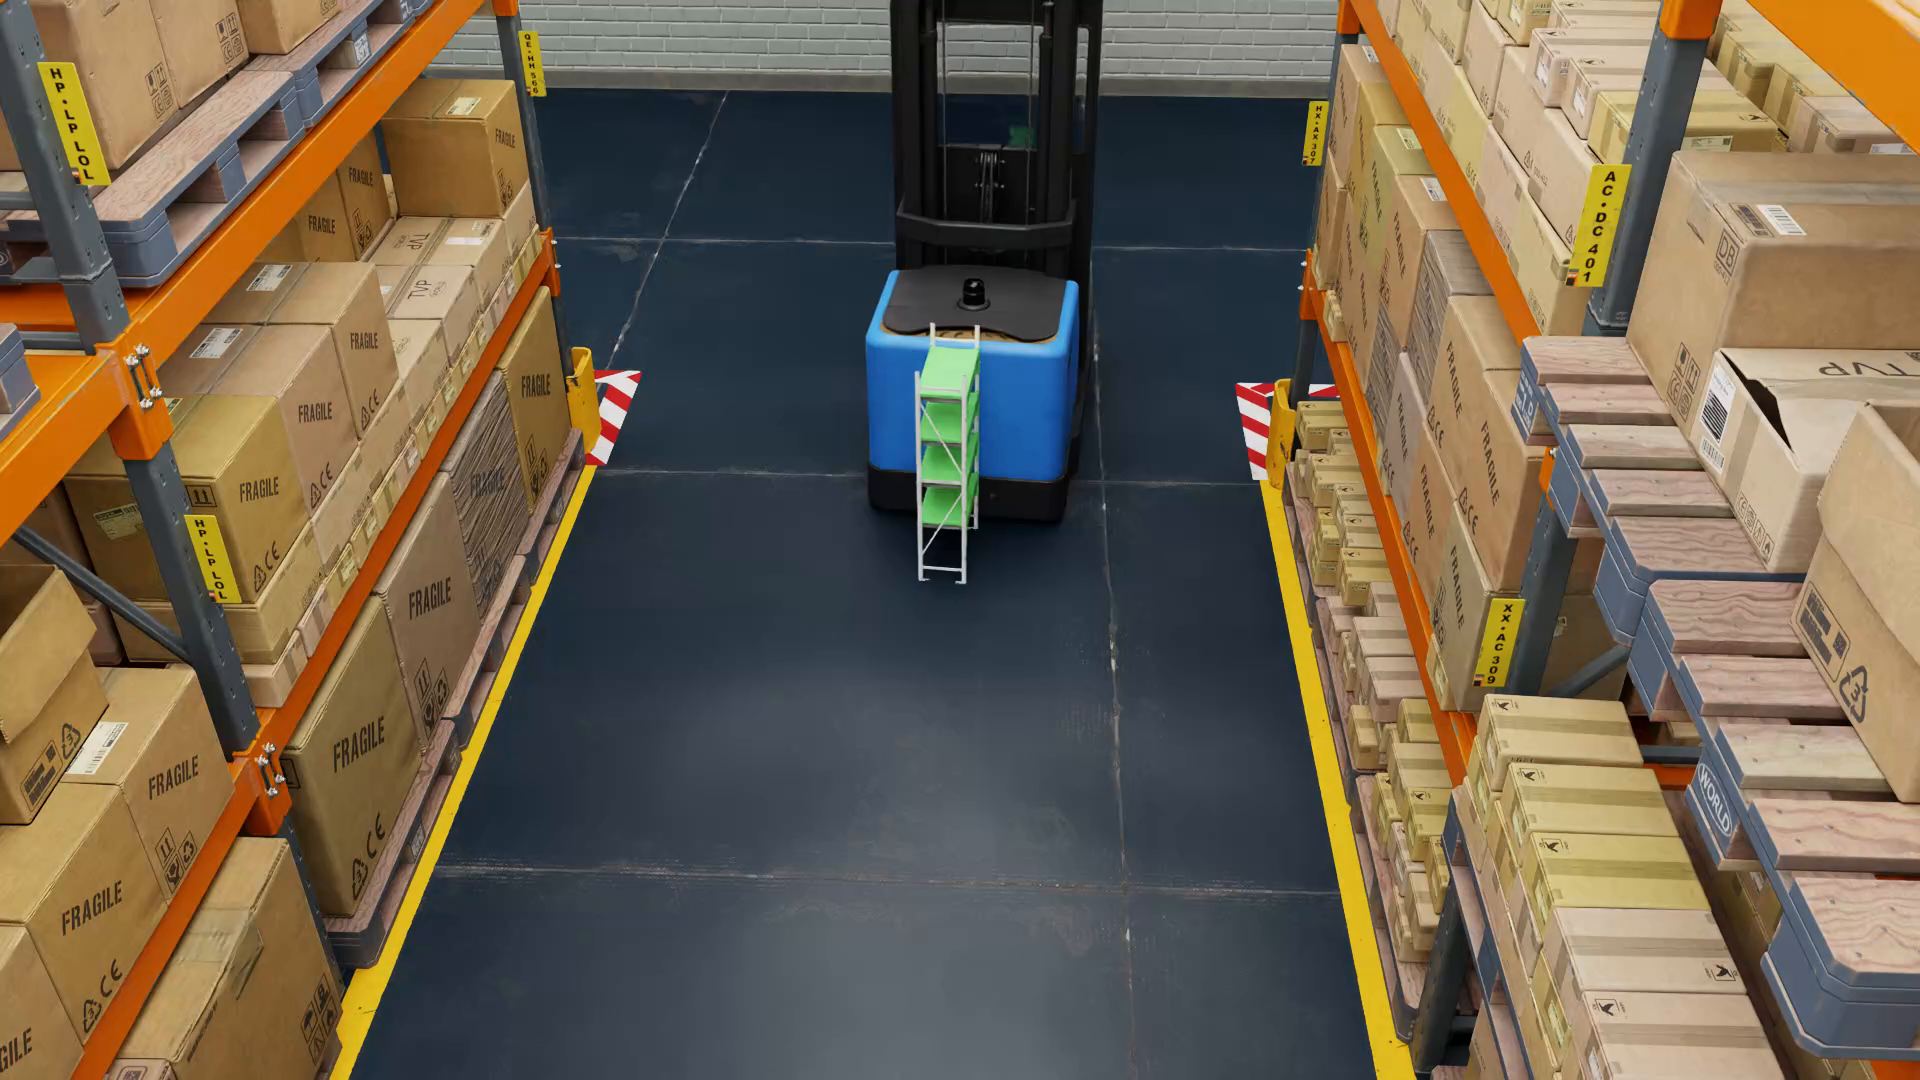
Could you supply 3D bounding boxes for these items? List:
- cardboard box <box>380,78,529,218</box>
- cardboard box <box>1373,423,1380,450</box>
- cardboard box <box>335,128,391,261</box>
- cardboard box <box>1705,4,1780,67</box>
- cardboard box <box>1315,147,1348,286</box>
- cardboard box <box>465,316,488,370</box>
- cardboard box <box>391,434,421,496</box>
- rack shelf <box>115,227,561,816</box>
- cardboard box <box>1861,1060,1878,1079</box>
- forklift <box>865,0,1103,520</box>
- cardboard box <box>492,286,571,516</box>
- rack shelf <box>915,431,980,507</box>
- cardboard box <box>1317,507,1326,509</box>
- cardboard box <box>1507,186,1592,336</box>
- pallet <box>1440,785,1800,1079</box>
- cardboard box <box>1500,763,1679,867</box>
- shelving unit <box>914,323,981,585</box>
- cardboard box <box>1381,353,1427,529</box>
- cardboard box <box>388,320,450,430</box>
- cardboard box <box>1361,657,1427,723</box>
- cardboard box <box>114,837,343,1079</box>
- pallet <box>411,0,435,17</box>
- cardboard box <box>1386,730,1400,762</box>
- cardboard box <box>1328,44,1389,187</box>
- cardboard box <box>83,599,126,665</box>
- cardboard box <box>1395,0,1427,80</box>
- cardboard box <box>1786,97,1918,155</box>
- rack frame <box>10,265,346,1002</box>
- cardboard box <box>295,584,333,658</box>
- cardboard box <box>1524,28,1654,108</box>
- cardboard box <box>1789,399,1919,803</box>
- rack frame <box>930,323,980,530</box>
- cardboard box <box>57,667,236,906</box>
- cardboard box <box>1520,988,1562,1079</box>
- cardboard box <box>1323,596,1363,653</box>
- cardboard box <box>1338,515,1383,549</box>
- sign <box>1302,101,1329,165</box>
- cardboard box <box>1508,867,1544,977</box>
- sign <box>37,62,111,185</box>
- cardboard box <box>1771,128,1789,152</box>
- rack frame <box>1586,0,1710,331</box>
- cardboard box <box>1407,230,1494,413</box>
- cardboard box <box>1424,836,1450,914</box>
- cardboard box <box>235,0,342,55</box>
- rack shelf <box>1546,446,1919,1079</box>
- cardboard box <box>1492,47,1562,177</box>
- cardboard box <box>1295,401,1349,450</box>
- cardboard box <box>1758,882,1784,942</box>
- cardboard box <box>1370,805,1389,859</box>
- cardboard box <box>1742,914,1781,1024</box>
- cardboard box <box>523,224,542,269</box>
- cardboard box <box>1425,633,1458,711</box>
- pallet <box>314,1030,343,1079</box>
[{"bbox_3d":[-2.416,-1.884,7.988,0.500,0.500,0.500,2,35,2],"label":"cardboard box"},{"bbox_3d":[1.941,-0.452,6.949,0.380,0.149,0.250,3,35,4],"label":"cardboard box"},{"bbox_3d":[-2.968,-1.614,7.603,0.500,0.500,0.500,1,35,1],"label":"cardboard box"},{"bbox_3d":[2.440,-1.477,4.929,0.380,0.149,0.250,0,35,1],"label":"cardboard box"},{"bbox_3d":[1.999,-1.542,7.935,0.500,0.500,0.500,3,35,4],"label":"cardboard box"},{"bbox_3d":[-2.384,-0.902,7.588,0.380,0.149,0.250,1,35,1],"label":"cardboard box"},{"bbox_3d":[-2.424,-0.309,6.746,0.380,0.149,0.250,2,35,2],"label":"cardboard box"},{"bbox_3d":[-2.739,-0.360,7.225,1.077,0.370,4.000,1,35,2],"label":"rack shelf"},{"bbox_3d":[2.265,1.185,3.737,0.380,0.149,0.250,0,35,0],"label":"cardboard box"},{"bbox_3d":[0.218,-2.138,9.189,1.130,2.935,3.031,4,35,6],"label":"forklift"},{"bbox_3d":[-2.604,-0.736,8.617,0.875,0.875,0.875,1,35,2],"label":"cardboard box"},{"bbox_3d":[-0.057,-0.366,8.284,0.258,0.148,0.480,4,35,6],"label":"rack shelf"},{"bbox_3d":[2.024,-0.190,8.472,0.380,0.149,0.250,1,35,2],"label":"cardboard box"},{"bbox_3d":[1.882,-0.787,4.728,0.500,0.250,0.500,2,35,3],"label":"cardboard box"},{"bbox_3d":[1.956,1.182,4.572,1.003,0.211,1.213,1,35,2],"label":"pallet"},{"bbox_3d":[1.652,0.731,4.383,0.380,0.149,0.250,2,35,3],"label":"cardboard box"},{"bbox_3d":[-0.057,-0.418,8.247,0.258,1.200,0.503,4,35,6],"label":"shelving unit"},{"bbox_3d":[1.913,-0.364,6.259,0.500,0.500,0.500,1,35,2],"label":"cardboard box"},{"bbox_3d":[-2.471,-0.696,6.949,0.500,0.250,0.500,1,35,2],"label":"cardboard box"},{"bbox_3d":[1.867,0.612,6.813,0.380,0.149,0.250,0,35,0],"label":"cardboard box"},{"bbox_3d":[-2.825,1.560,5.349,1.225,0.875,0.875,1,35,2],"label":"cardboard box"},{"bbox_3d":[-2.678,-2.568,7.209,1.003,0.211,1.213,1,35,2],"label":"pallet"},{"bbox_3d":[1.927,0.900,6.662,0.380,0.149,0.250,2,35,2],"label":"cardboard box"},{"bbox_3d":[2.010,-1.951,7.647,0.500,0.500,0.500,1,35,2],"label":"cardboard box"},{"bbox_3d":[-3.064,0.175,5.710,0.500,0.250,0.500,1,35,1],"label":"cardboard box"},{"bbox_3d":[1.986,-1.946,6.377,0.500,0.250,0.500,0,35,0],"label":"cardboard box"},{"bbox_3d":[2.386,-1.028,4.289,0.380,0.149,0.250,1,35,1],"label":"cardboard box"},{"bbox_3d":[-2.819,0.495,5.383,1.000,3.000,0.127,1,35,2],"label":"rack frame"},{"bbox_3d":[-2.465,0.284,5.901,0.380,0.149,0.250,0,35,0],"label":"cardboard box"},{"bbox_3d":[1.840,-1.346,4.742,0.380,0.149,0.250,1,35,2],"label":"cardboard box"},{"bbox_3d":[1.939,0.111,2.866,0.797,0.503,0.637,1,35,1],"label":"cardboard box"},{"bbox_3d":[-0.025,-0.557,8.445,0.240,1.200,0.015,4,35,6],"label":"rack frame"},{"bbox_3d":[-2.565,0.729,4.963,0.500,0.500,0.500,1,35,2],"label":"cardboard box"},{"bbox_3d":[1.627,1.261,4.146,0.380,0.149,0.250,2,35,2],"label":"cardboard box"},{"bbox_3d":[1.889,0.387,7.651,0.380,0.149,0.250,0,35,0],"label":"cardboard box"},{"bbox_3d":[1.956,0.020,7.655,0.380,0.149,0.250,3,35,4],"label":"cardboard box"},{"bbox_3d":[1.751,-1.997,8.176,0.100,0.325,0.005,1,35,2],"label":"sign"},{"bbox_3d":[1.639,0.990,4.273,0.380,0.149,0.250,2,35,3],"label":"cardboard box"},{"bbox_3d":[-2.277,-1.066,4.271,0.100,0.325,0.005,1,35,2],"label":"sign"},{"bbox_3d":[2.392,-0.974,4.560,0.500,0.250,0.500,2,35,3],"label":"cardboard box"},{"bbox_3d":[2.133,-1.787,3.412,1.000,3.000,0.127,1,35,2],"label":"rack frame"},{"bbox_3d":[1.931,-0.771,5.969,0.500,0.500,0.500,2,35,3],"label":"cardboard box"},{"bbox_3d":[1.887,1.208,5.965,0.380,0.149,0.250,2,35,3],"label":"cardboard box"},{"bbox_3d":[-2.659,-2.043,5.846,0.700,0.500,0.500,3,35,4],"label":"cardboard box"},{"bbox_3d":[2.052,0.884,2.847,1.077,0.370,4.000,1,35,2],"label":"rack shelf"},{"bbox_3d":[1.930,-1.273,4.985,0.500,0.250,0.500,0,35,0],"label":"cardboard box"},{"bbox_3d":[1.933,-0.586,8.518,0.380,0.149,0.250,0,35,0],"label":"cardboard box"},{"bbox_3d":[2.292,1.004,4.253,0.380,0.149,0.250,3,35,4],"label":"cardboard box"},{"bbox_3d":[1.848,1.128,6.596,0.380,0.149,0.250,0,35,0],"label":"cardboard box"},{"bbox_3d":[2.293,1.124,4.342,0.380,0.149,0.250,1,35,2],"label":"cardboard box"},{"bbox_3d":[-2.344,-1.488,8.423,0.380,0.149,0.250,2,35,3],"label":"cardboard box"},{"bbox_3d":[1.812,0.450,5.665,0.380,0.149,0.250,0,35,1],"label":"cardboard box"},{"bbox_3d":[-2.775,2.081,5.551,1.003,0.211,1.213,1,35,2],"label":"pallet"}]
